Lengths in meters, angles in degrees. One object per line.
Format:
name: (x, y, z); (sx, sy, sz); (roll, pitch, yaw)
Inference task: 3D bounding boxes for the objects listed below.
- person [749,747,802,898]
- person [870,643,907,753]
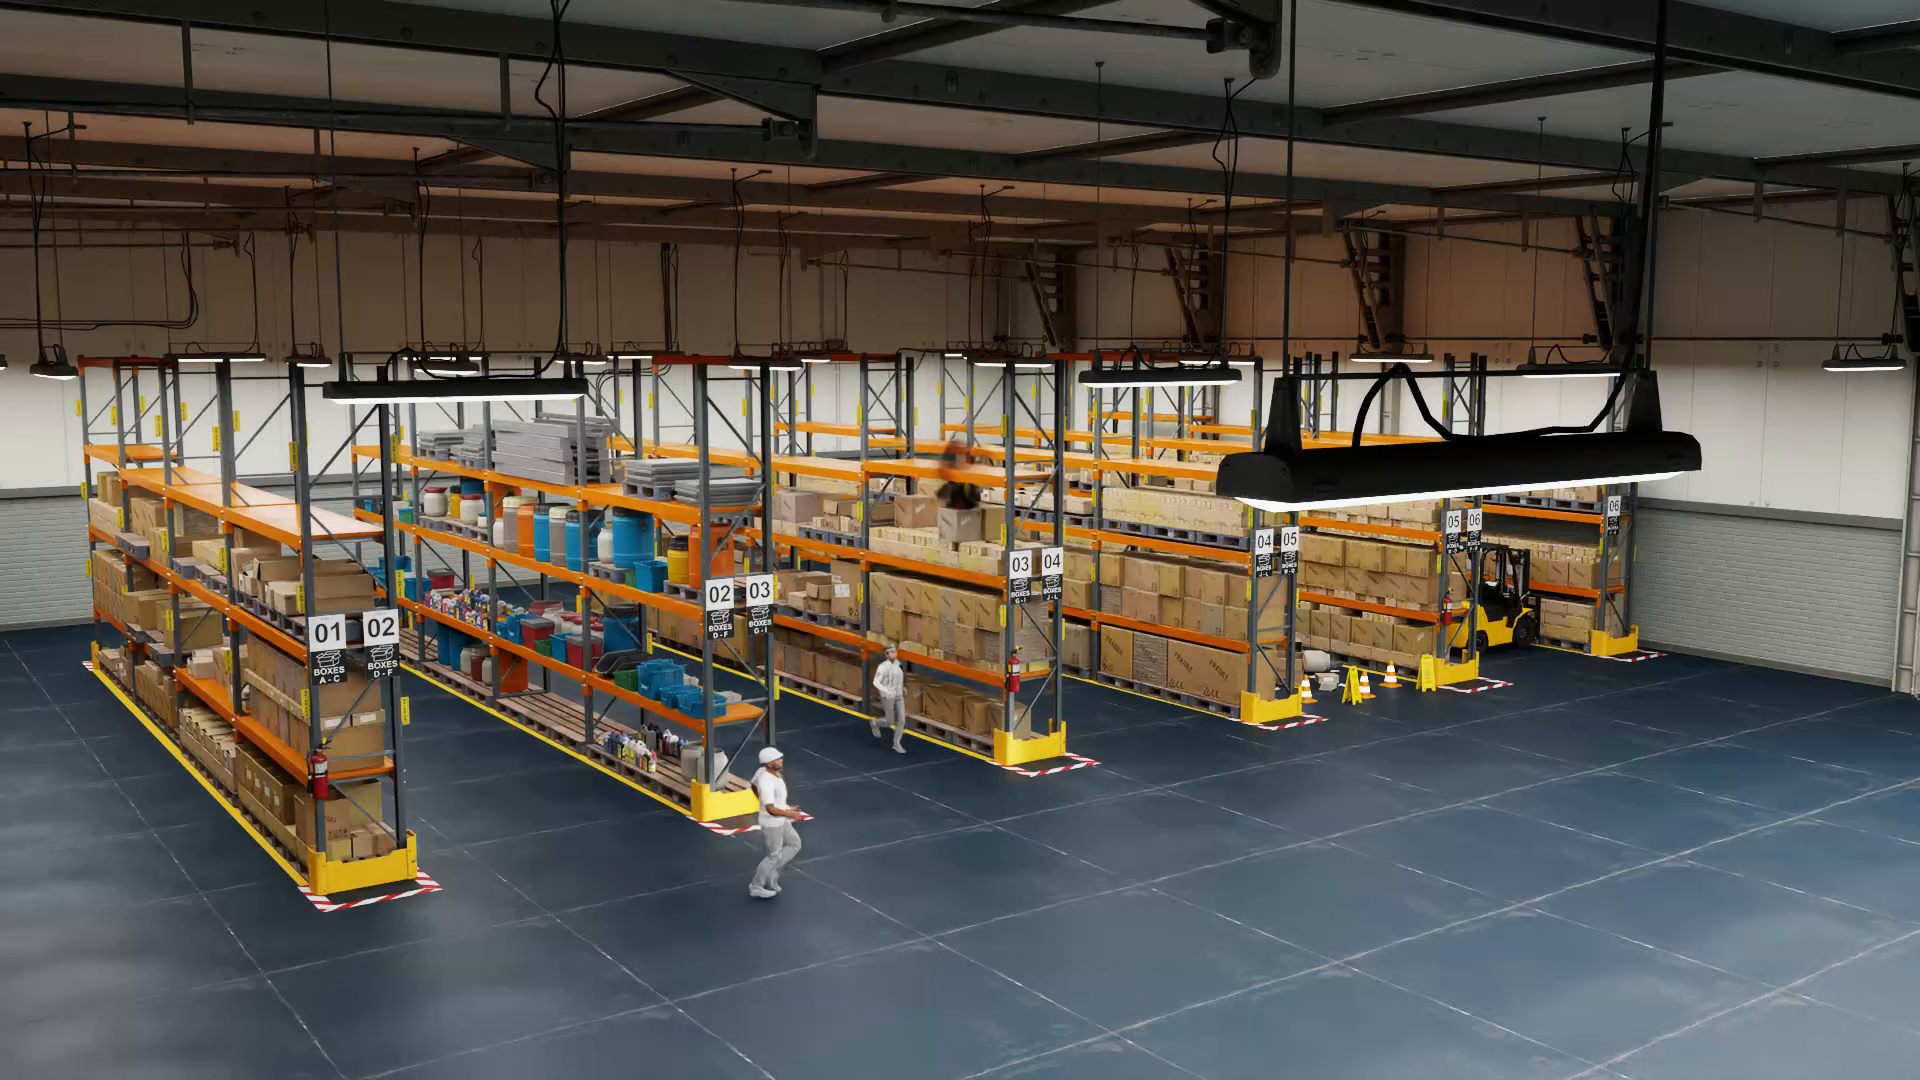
person: (-2.099, 3.184, 18.852); (0.617, 1.725, 0.702); (-1, 7, -5)
person: (-1.075, 2.414, 25.672); (0.617, 1.677, 0.747); (-6, 9, -41)
